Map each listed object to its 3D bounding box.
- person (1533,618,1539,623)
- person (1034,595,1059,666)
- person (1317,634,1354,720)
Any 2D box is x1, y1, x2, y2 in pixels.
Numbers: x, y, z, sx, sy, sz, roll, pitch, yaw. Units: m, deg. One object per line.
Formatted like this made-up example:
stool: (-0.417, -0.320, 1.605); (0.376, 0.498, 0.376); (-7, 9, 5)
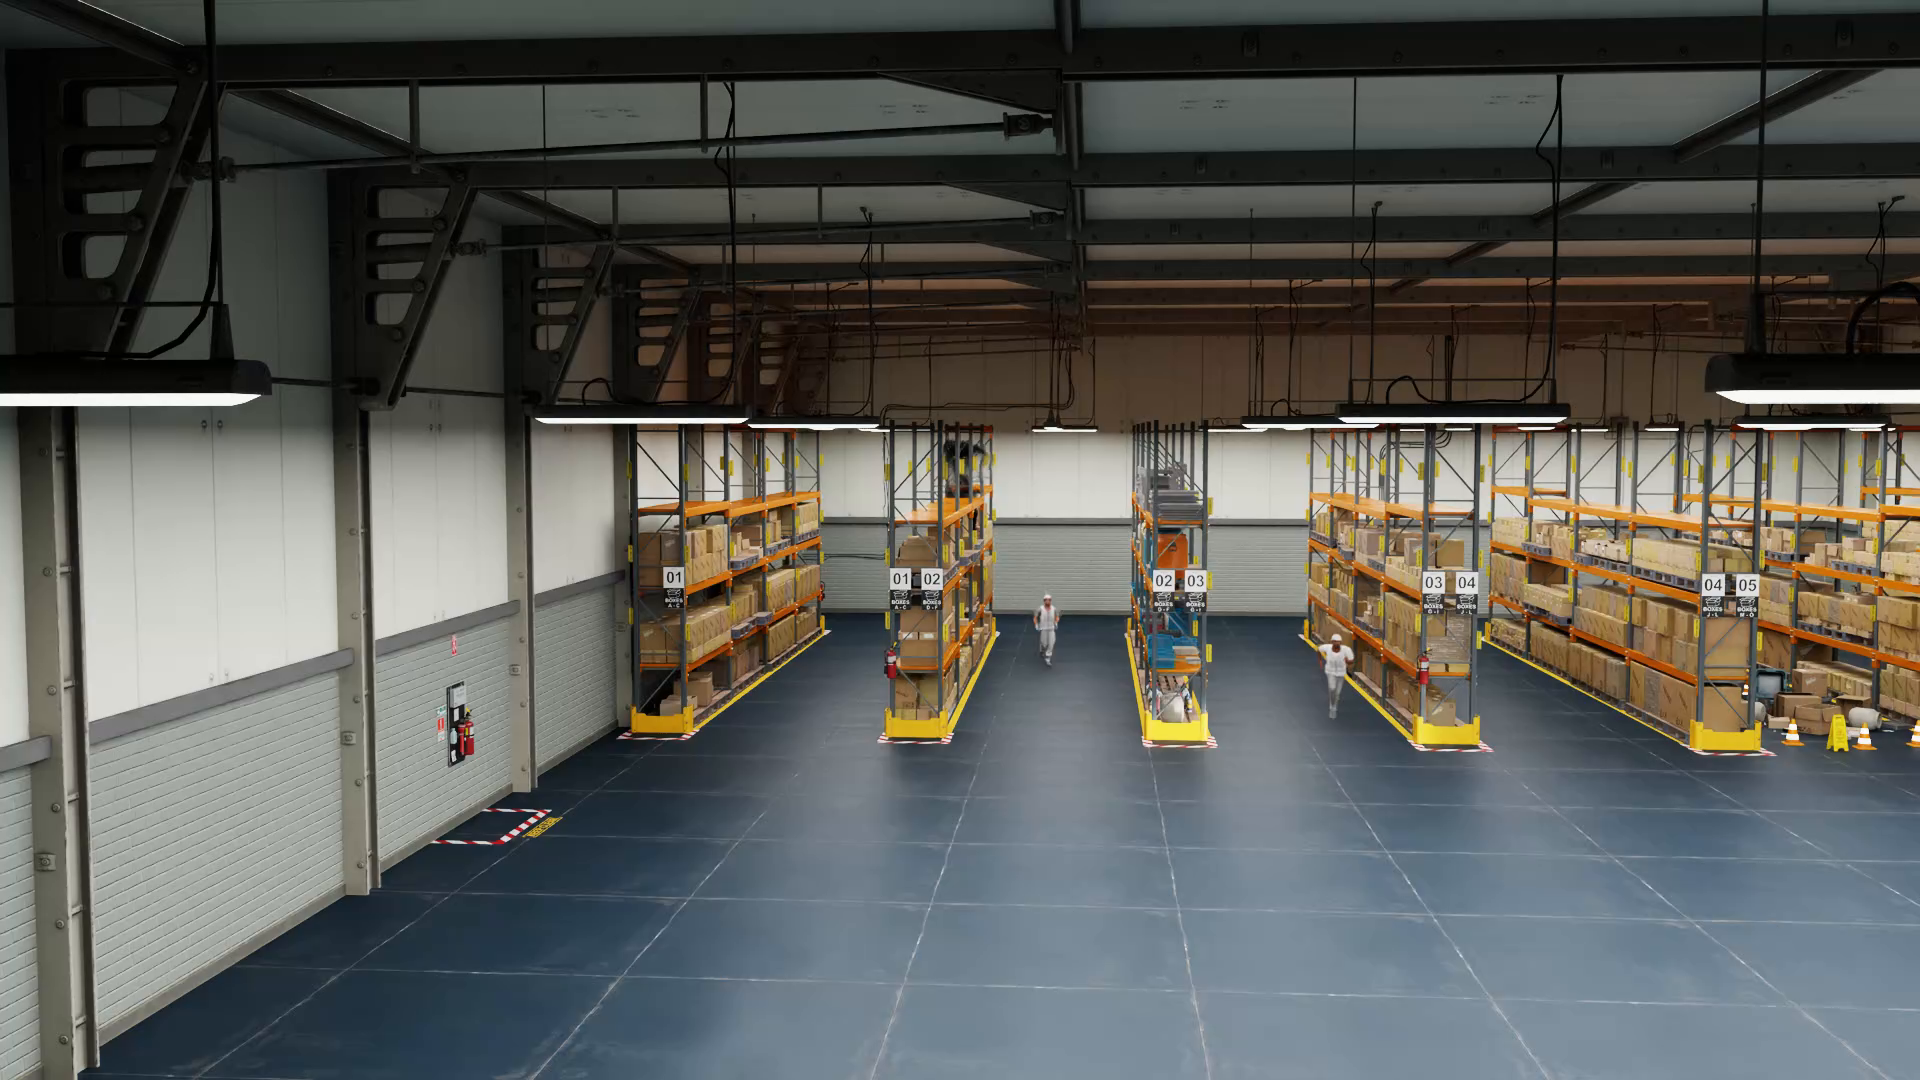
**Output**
person: (16.876, 1.856, 48.068); (0.789, 1.695, 0.552); (-1, 4, -18)
person: (2.173, 2.238, 41.441); (0.658, 1.743, 0.604); (-1, 4, -9)
person: (7.578, 2.739, 33.575); (0.686, 1.746, 0.937); (0, 4, 3)
